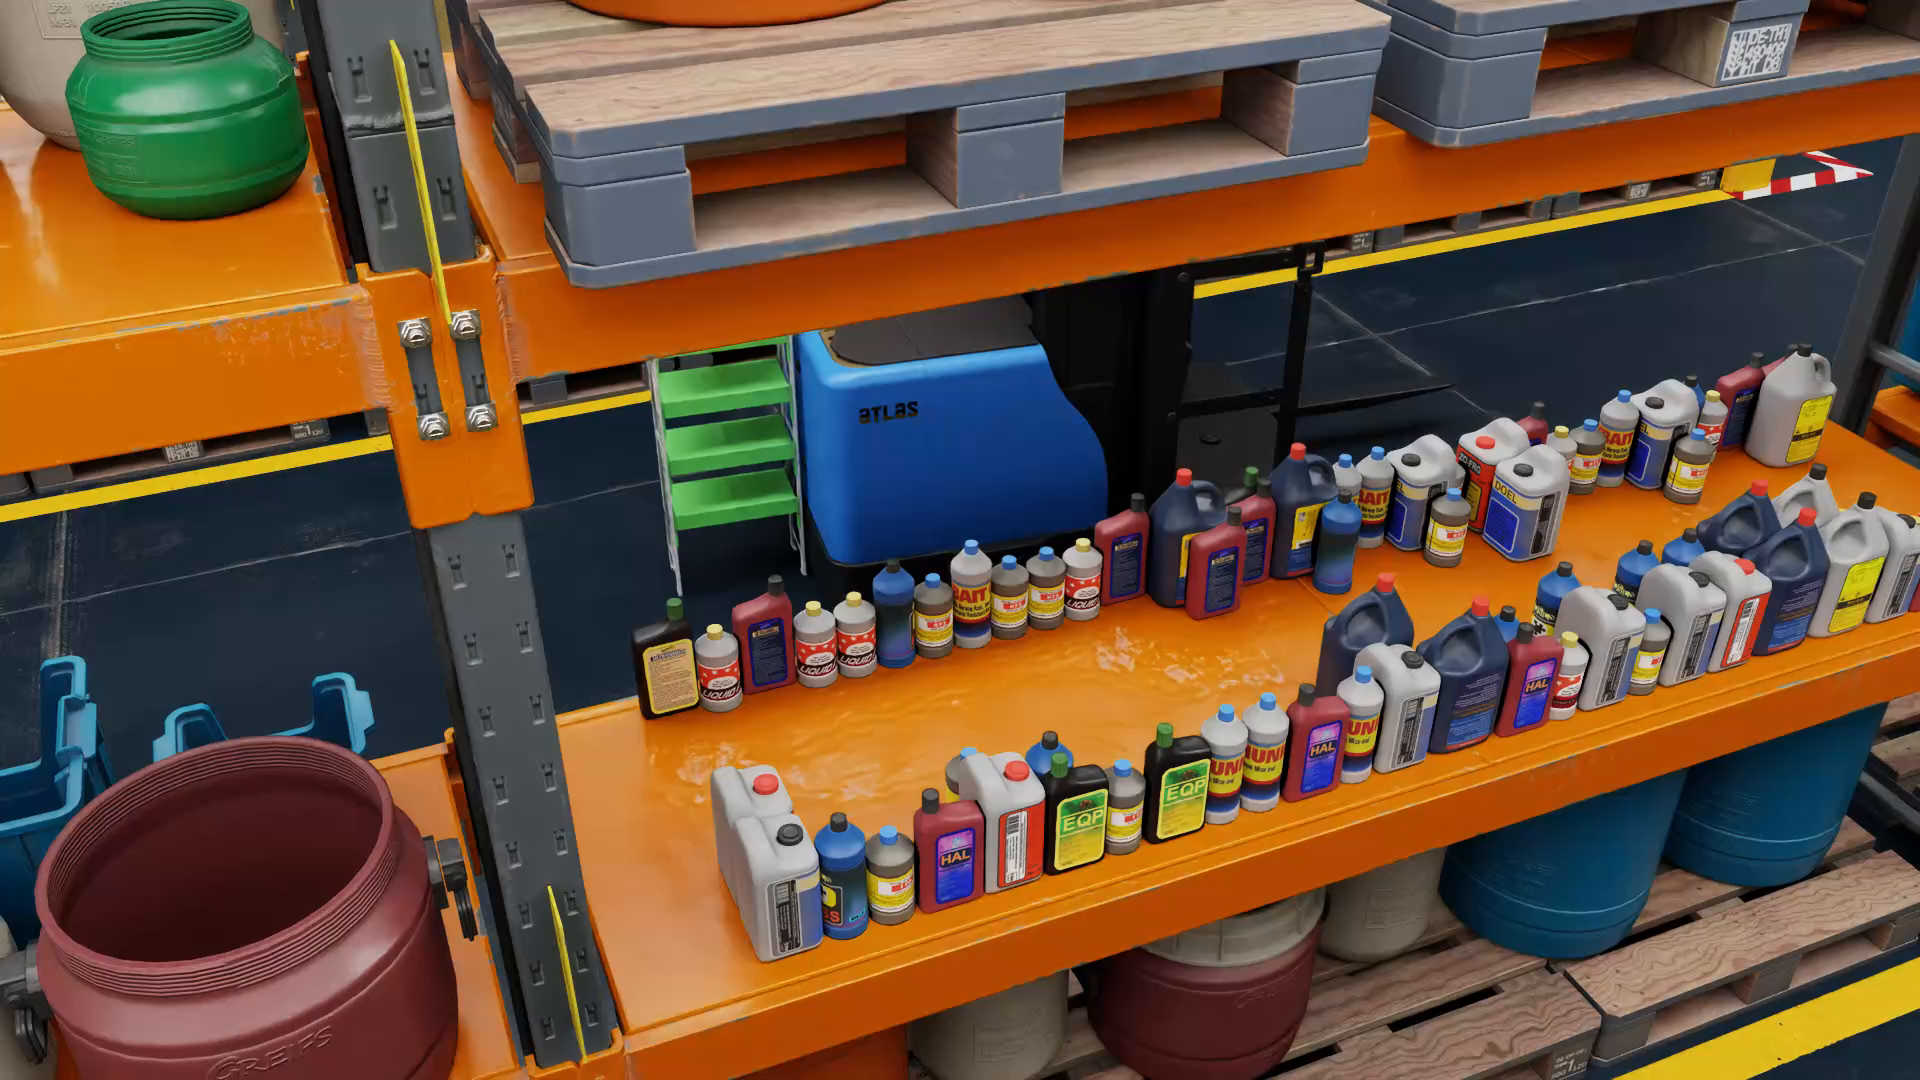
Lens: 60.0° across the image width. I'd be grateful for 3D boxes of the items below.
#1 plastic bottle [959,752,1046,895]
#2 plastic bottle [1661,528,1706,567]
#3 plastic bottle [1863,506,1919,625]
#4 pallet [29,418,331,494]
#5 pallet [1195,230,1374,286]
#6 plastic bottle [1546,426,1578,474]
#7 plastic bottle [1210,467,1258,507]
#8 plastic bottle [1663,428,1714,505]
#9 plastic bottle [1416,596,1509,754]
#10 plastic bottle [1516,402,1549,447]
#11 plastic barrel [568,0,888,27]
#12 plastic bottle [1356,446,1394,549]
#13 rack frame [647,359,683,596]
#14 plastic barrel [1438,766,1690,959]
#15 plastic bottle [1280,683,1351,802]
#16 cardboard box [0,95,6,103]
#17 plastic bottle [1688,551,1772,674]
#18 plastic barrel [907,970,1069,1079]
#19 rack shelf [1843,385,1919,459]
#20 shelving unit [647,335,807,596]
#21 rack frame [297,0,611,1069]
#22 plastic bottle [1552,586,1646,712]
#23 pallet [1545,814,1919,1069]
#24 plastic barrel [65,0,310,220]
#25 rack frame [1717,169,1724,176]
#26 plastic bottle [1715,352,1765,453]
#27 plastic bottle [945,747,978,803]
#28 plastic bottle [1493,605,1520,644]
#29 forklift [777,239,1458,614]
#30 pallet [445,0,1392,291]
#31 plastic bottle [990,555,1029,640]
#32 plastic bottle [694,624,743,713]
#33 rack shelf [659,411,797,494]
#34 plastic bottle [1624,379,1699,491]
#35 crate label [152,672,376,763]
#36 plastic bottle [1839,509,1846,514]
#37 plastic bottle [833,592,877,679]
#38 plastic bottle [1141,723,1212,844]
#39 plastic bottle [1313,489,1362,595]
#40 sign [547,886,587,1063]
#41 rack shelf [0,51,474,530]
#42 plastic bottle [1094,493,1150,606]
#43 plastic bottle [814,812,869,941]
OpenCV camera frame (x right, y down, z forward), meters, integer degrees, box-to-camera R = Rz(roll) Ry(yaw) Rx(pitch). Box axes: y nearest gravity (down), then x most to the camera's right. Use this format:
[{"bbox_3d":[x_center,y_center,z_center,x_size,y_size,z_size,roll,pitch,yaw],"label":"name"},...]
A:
[{"bbox_3d":[0.084,0.539,3.286,0.135,0.276,0.152,-13,35,-19],"label":"plastic bottle"},{"bbox_3d":[1.716,0.093,3.975,0.097,0.271,0.097,0,33,0],"label":"plastic bottle"},{"bbox_3d":[2.246,0.043,4.047,0.135,0.276,0.152,-13,35,-19],"label":"plastic bottle"},{"bbox_3d":[-3.555,-0.656,7.564,1.213,0.211,1.003,-13,35,-19],"label":"pallet"},{"bbox_3d":[1.541,-1.799,9.321,1.213,0.211,1.003,-13,35,-19],"label":"pallet"},{"bbox_3d":[1.613,-0.213,4.509,0.097,0.201,0.097,0,33,0],"label":"plastic bottle"},{"bbox_3d":[0.688,-0.046,4.178,0.133,0.283,0.061,-13,35,-19],"label":"plastic bottle"},{"bbox_3d":[1.975,-0.206,4.498,0.097,0.201,0.097,0,33,0],"label":"plastic bottle"},{"bbox_3d":[1.085,0.280,3.614,0.185,0.351,0.144,-13,35,-19],"label":"plastic bottle"},{"bbox_3d":[1.499,-0.232,4.463,0.133,0.283,0.061,-13,35,-19],"label":"plastic bottle"},{"bbox_3d":[-0.342,-1.219,2.343,0.708,0.830,0.600,-13,35,-19],"label":"plastic barrel"},{"bbox_3d":[1.062,-0.116,4.296,0.097,0.271,0.097,0,33,0],"label":"plastic bottle"},{"bbox_3d":[-1.112,-0.349,6.186,0.015,1.200,0.240,-9,34,-14],"label":"rack frame"},{"bbox_3d":[1.660,0.628,4.574,0.708,0.901,0.600,-13,35,-19],"label":"plastic barrel"},{"bbox_3d":[0.740,0.412,3.473,0.133,0.283,0.061,-13,35,-19],"label":"plastic bottle"},{"bbox_3d":[-3.680,-1.850,6.924,0.500,0.311,0.500,-13,35,-19],"label":"cardboard box"},{"bbox_3d":[1.781,0.150,3.883,0.135,0.276,0.152,-13,35,-19],"label":"plastic bottle"},{"bbox_3d":[0.064,1.104,4.199,0.421,0.512,0.421,0,33,0],"label":"plastic barrel"},{"bbox_3d":[4.665,-0.452,5.354,4.000,0.370,1.077,-13,35,-19],"label":"rack shelf"},{"bbox_3d":[-0.878,-0.387,6.244,0.503,1.200,0.258,-9,34,-14],"label":"shelving unit"},{"bbox_3d":[-0.867,0.513,3.211,0.127,3.000,1.000,-13,35,-19],"label":"rack frame"},{"bbox_3d":[1.443,0.227,3.764,0.135,0.276,0.152,-13,35,-19],"label":"plastic bottle"},{"bbox_3d":[2.094,0.979,5.051,1.213,0.211,1.003,-13,35,-19],"label":"pallet"},{"bbox_3d":[-1.075,-0.601,2.316,0.294,0.245,0.294,0,33,0],"label":"plastic barrel"},{"bbox_3d":[4.595,-3.668,9.636,0.127,3.000,1.000,-13,35,-19],"label":"rack frame"},{"bbox_3d":[2.195,-0.392,4.708,0.133,0.283,0.061,-13,35,-19],"label":"plastic bottle"},{"bbox_3d":[0.019,0.511,3.396,0.097,0.201,0.097,0,33,0],"label":"plastic bottle"},{"bbox_3d":[1.201,0.265,3.710,0.097,0.271,0.097,0,33,0],"label":"plastic bottle"},{"bbox_3d":[0.842,-1.364,6.159,3.031,2.935,1.130,-9,34,-14],"label":"forklift"},{"bbox_3d":[-0.124,-0.777,2.617,1.213,0.211,1.003,-13,35,-19],"label":"pallet"},{"bbox_3d":[0.116,0.130,3.982,0.097,0.201,0.097,0,33,0],"label":"plastic bottle"},{"bbox_3d":[-0.545,0.281,3.750,0.097,0.201,0.097,0,33,0],"label":"plastic bottle"},{"bbox_3d":[-0.878,-0.333,6.279,0.480,0.148,0.258,-9,34,-14],"label":"rack shelf"},{"bbox_3d":[1.910,-0.296,4.568,0.135,0.276,0.152,-13,35,-19],"label":"plastic bottle"},{"bbox_3d":[-1.400,0.484,3.410,0.416,0.233,0.303,-13,35,-19],"label":"crate label"},{"bbox_3d":[2.181,0.016,4.157,0.097,0.201,0.097,0,33,0],"label":"plastic bottle"},{"bbox_3d":[-0.243,0.212,3.856,0.097,0.201,0.097,0,33,0],"label":"plastic bottle"},{"bbox_3d":[0.438,0.481,3.367,0.133,0.283,0.061,-13,35,-19],"label":"plastic bottle"},{"bbox_3d":[0.938,-0.003,4.122,0.097,0.271,0.097,0,33,0],"label":"plastic bottle"},{"bbox_3d":[-0.647,0.720,2.744,0.005,0.325,0.100,-13,35,-19],"label":"sign"},{"bbox_3d":[-2.711,-0.020,1.940,4.000,0.370,1.077,-13,35,-19],"label":"rack shelf"},{"bbox_3d":[0.395,0.021,4.075,0.133,0.283,0.061,-13,35,-19],"label":"plastic bottle"},{"bbox_3d":[-0.225,0.627,3.153,0.097,0.271,0.097,0,33,0],"label":"plastic bottle"}]
